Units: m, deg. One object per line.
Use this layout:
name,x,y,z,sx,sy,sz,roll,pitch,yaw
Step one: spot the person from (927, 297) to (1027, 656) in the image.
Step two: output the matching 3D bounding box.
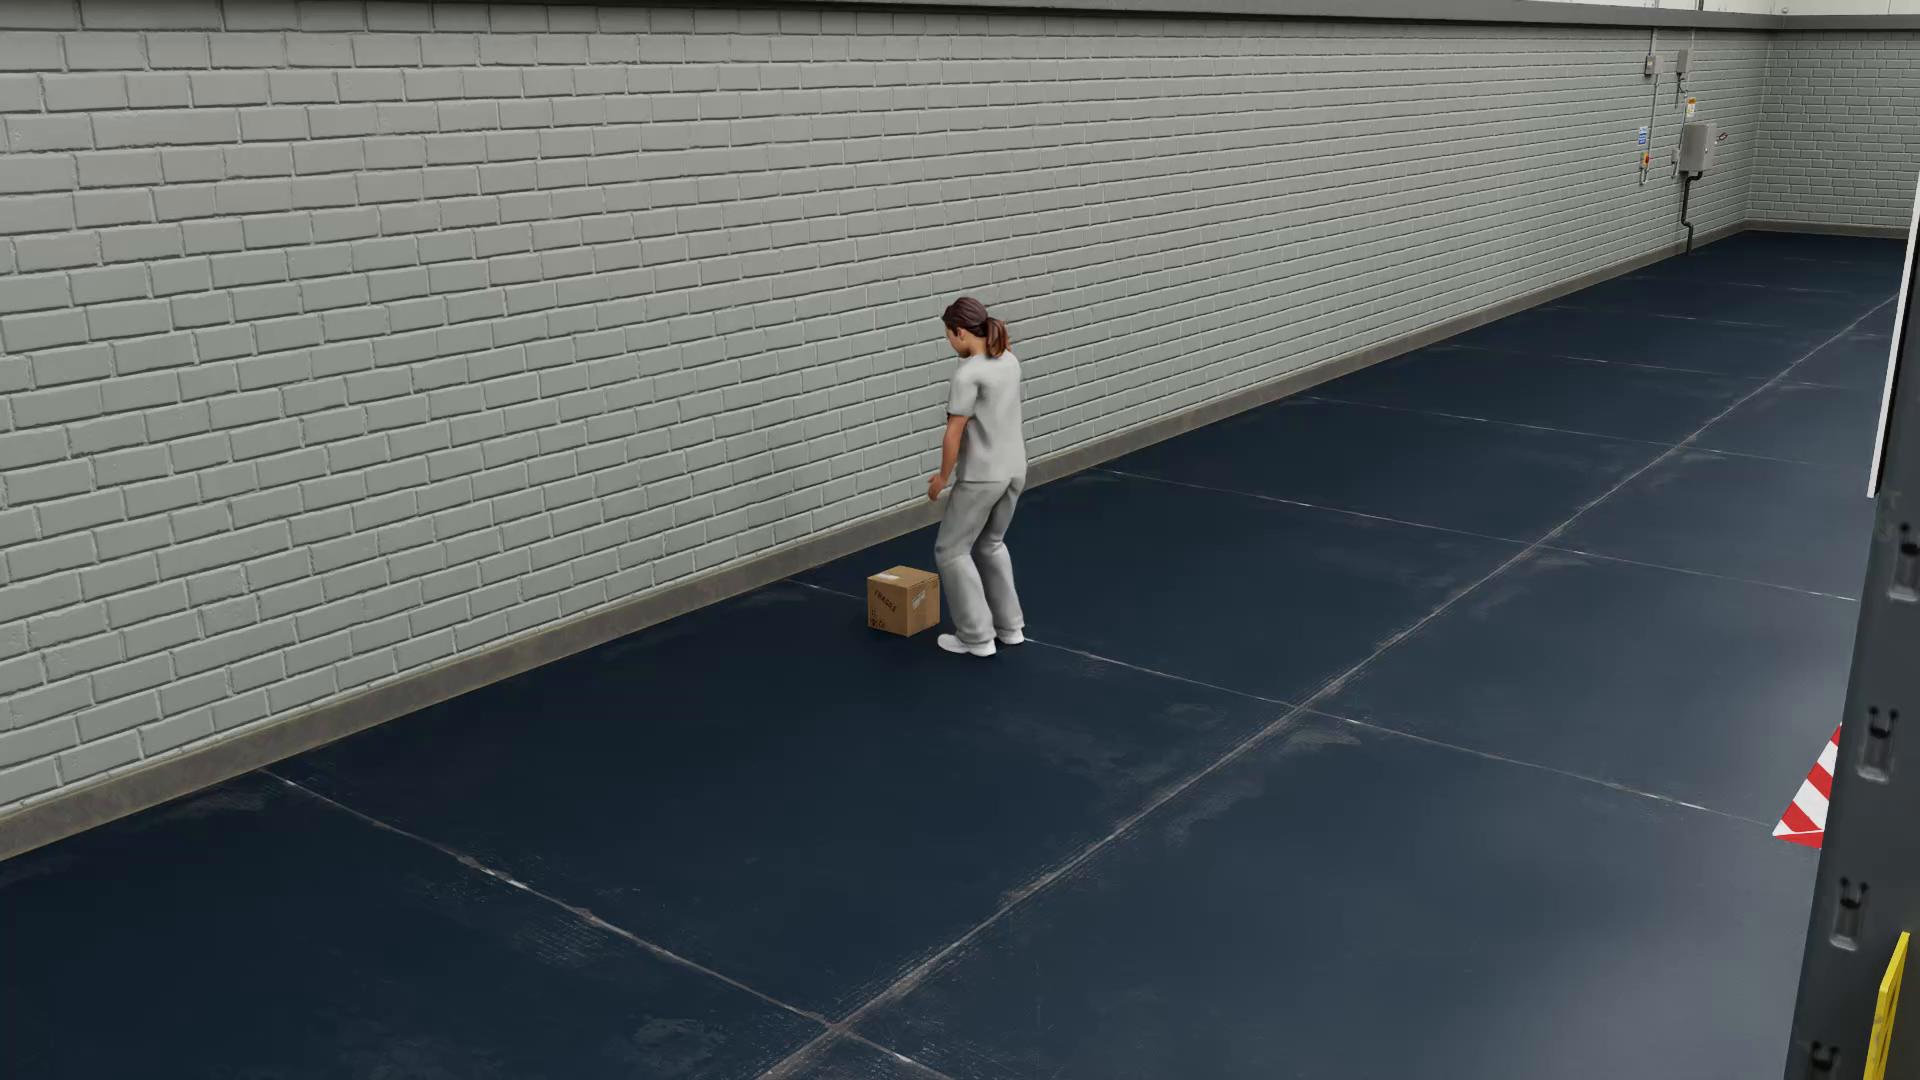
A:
person,0.087,-0.282,7.568,0.370,1.638,0.458,13,21,36
